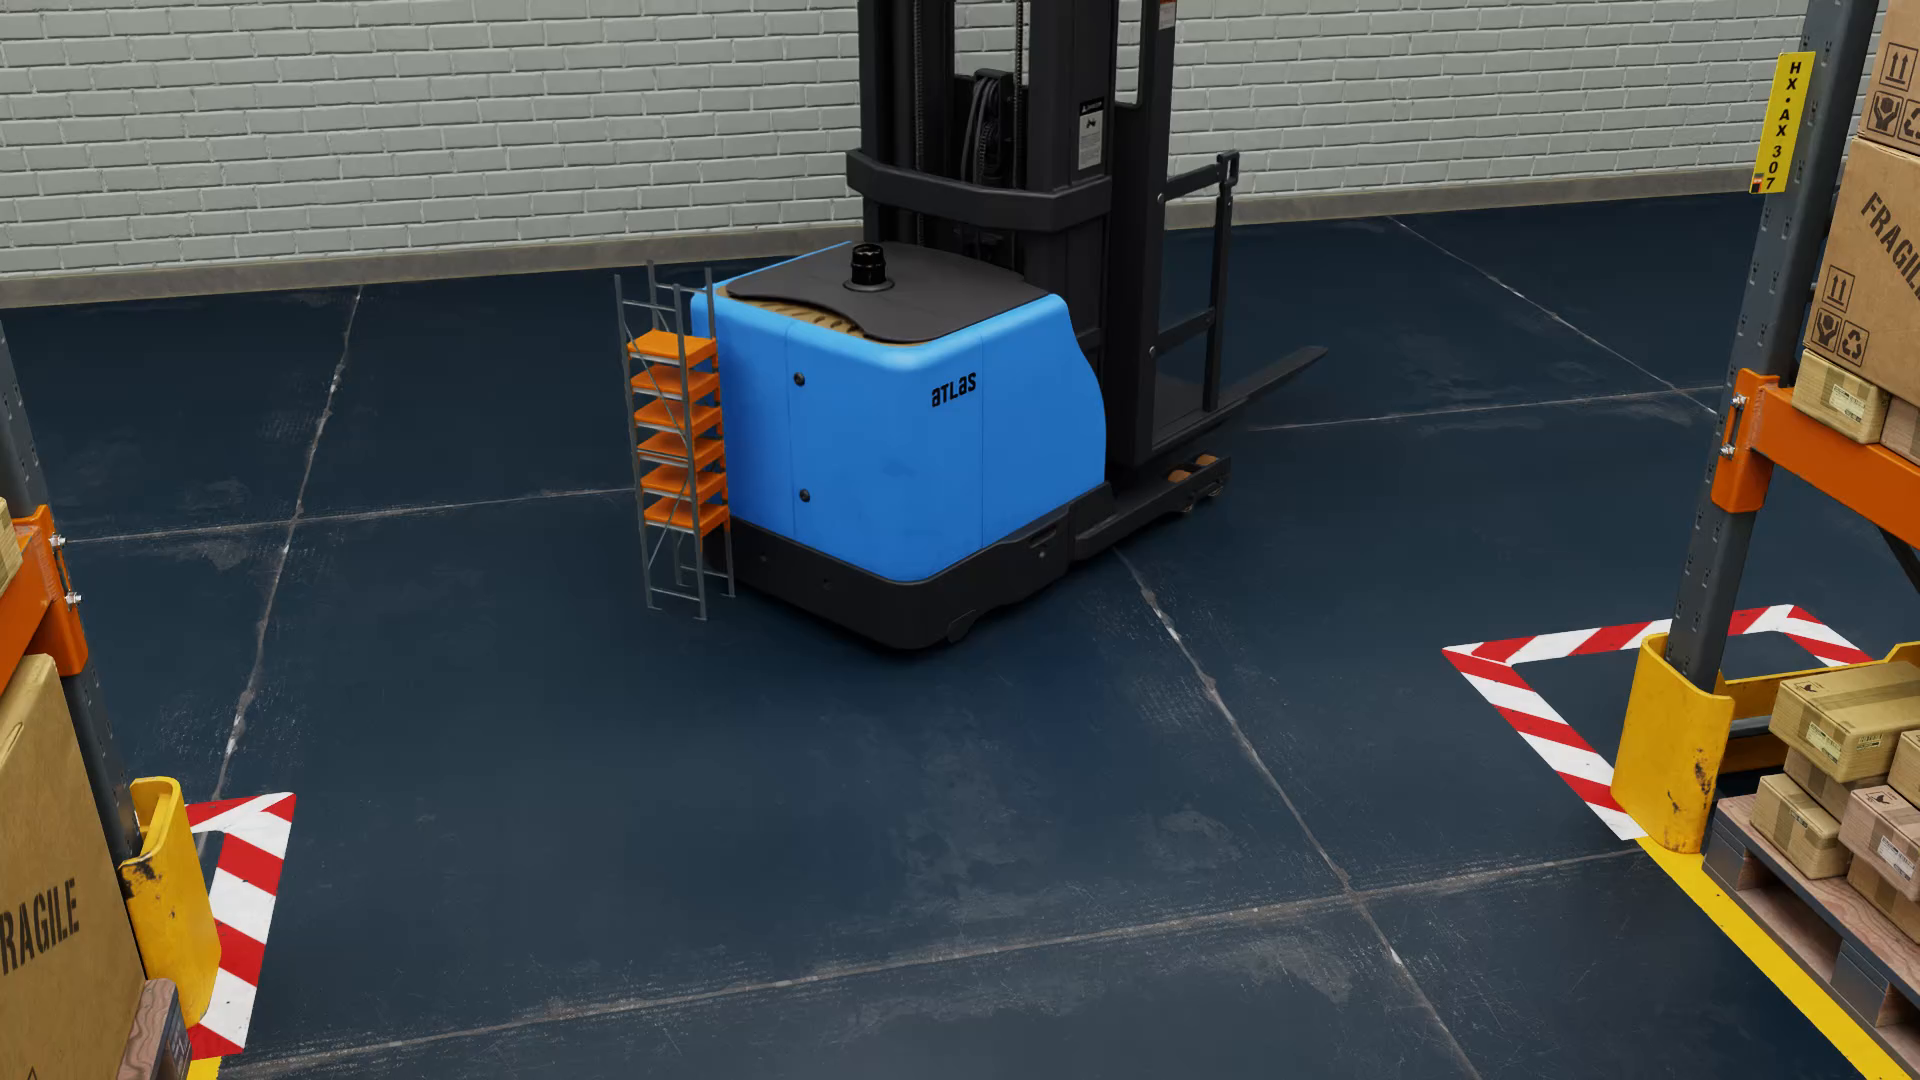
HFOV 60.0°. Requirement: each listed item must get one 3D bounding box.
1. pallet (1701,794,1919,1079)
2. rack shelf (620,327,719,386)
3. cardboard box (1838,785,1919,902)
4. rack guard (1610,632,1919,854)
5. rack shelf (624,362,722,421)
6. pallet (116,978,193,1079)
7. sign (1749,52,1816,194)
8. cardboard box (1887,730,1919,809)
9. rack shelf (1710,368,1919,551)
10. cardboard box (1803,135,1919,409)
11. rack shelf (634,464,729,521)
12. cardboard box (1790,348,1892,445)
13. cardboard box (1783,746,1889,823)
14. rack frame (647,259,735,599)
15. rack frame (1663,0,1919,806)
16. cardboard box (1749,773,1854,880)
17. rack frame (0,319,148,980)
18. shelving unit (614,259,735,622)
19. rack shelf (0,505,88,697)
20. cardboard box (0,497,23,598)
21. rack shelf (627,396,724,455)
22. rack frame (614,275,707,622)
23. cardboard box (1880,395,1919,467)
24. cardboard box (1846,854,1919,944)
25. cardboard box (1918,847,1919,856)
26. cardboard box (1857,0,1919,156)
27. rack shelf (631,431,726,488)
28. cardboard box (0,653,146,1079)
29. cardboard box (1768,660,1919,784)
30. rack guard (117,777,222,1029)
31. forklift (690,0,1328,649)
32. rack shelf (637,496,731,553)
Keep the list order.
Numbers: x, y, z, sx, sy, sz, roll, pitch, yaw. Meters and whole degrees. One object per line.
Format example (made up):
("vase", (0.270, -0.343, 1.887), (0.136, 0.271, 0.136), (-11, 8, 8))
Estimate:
("pallet", (2.619, 0.997, 4.041), (1.003, 0.211, 1.213), (-6, 27, -12))
("rack shelf", (-0.941, -0.597, 5.401), (0.258, 0.103, 0.180), (11, 29, 22))
("cardboard box", (2.328, 0.693, 3.917), (0.380, 0.149, 0.250), (-6, 27, -12))
("rack guard", (2.471, 0.507, 4.690), (1.175, 0.500, 0.348), (-6, 27, -12))
("rack shelf", (-0.941, -0.490, 5.455), (0.258, 0.103, 0.180), (11, 29, 22))
("pallet", (-2.145, 1.405, 3.231), (1.003, 0.211, 1.213), (-6, 27, -12))
("sign", (1.925, -0.973, 3.888), (0.100, 0.325, 0.005), (-6, 27, -12))
("cardboard box", (2.420, 0.551, 3.867), (0.380, 0.149, 0.250), (-5, 27, -11))
("rack shelf", (2.904, 0.557, 2.615), (1.077, 0.370, 4.000), (-6, 27, -12))
("cardboard box", (2.286, -0.594, 3.657), (0.500, 0.500, 0.500), (-5, 27, -9))
("rack shelf", (-0.939, -0.169, 5.616), (0.258, 0.103, 0.180), (11, 29, 22))
("cardboard box", (2.207, -0.354, 3.902), (0.380, 0.149, 0.250), (-6, 27, -12))
("cardboard box", (2.322, 0.567, 4.166), (0.380, 0.149, 0.250), (-5, 27, -9))
("rack frame", (-0.902, -0.353, 5.617), (0.240, 1.200, 0.006), (11, 29, 22))
("rack frame", (2.454, -0.642, 4.193), (1.000, 3.000, 0.127), (-6, 27, -12))
("cardboard box", (2.260, 0.706, 4.220), (0.380, 0.149, 0.250), (-5, 27, -11))
("rack frame", (-2.401, -0.183, 3.283), (1.000, 3.000, 0.127), (-6, 27, -12))
("shelving unit", (-0.940, -0.316, 5.542), (0.258, 1.200, 0.189), (11, 29, 22))
("rack shelf", (-1.951, 1.017, 1.705), (1.077, 0.370, 4.000), (-6, 27, -12))
("cardboard box", (-2.000, 0.052, 3.096), (0.380, 0.149, 0.250), (-5, 27, -11))
("rack shelf", (-0.940, -0.383, 5.508), (0.258, 0.103, 0.180), (11, 29, 22))
("rack frame", (-0.978, -0.278, 5.468), (0.240, 1.200, 0.006), (11, 29, 22))
("cardboard box", (2.305, -0.247, 3.689), (0.380, 0.149, 0.250), (-5, 27, -10))
("cardboard box", (2.399, 0.812, 4.009), (0.380, 0.149, 0.250), (-6, 27, -12))
("cardboard box", (2.352, 0.675, 3.622), (0.380, 0.149, 0.250), (-6, 27, -12))
("cardboard box", (2.296, -1.042, 3.434), (0.500, 0.500, 0.500), (-6, 27, -12))
("rack shelf", (-0.940, -0.276, 5.562), (0.258, 0.103, 0.180), (11, 29, 22))
("cardboard box", (-2.179, 0.851, 3.126), (0.875, 0.875, 0.875), (-6, 27, -12))
("cardboard box", (2.241, 0.442, 4.082), (0.380, 0.149, 0.250), (-7, 28, -14))
("rack guard", (-2.407, 0.923, 3.867), (1.175, 0.500, 0.348), (-6, 27, -12))
("forklift", (0.420, -1.543, 6.054), (1.130, 2.935, 3.031), (21, 33, 35))
("rack shelf", (-0.939, -0.061, 5.670), (0.258, 0.103, 0.180), (11, 29, 22))
